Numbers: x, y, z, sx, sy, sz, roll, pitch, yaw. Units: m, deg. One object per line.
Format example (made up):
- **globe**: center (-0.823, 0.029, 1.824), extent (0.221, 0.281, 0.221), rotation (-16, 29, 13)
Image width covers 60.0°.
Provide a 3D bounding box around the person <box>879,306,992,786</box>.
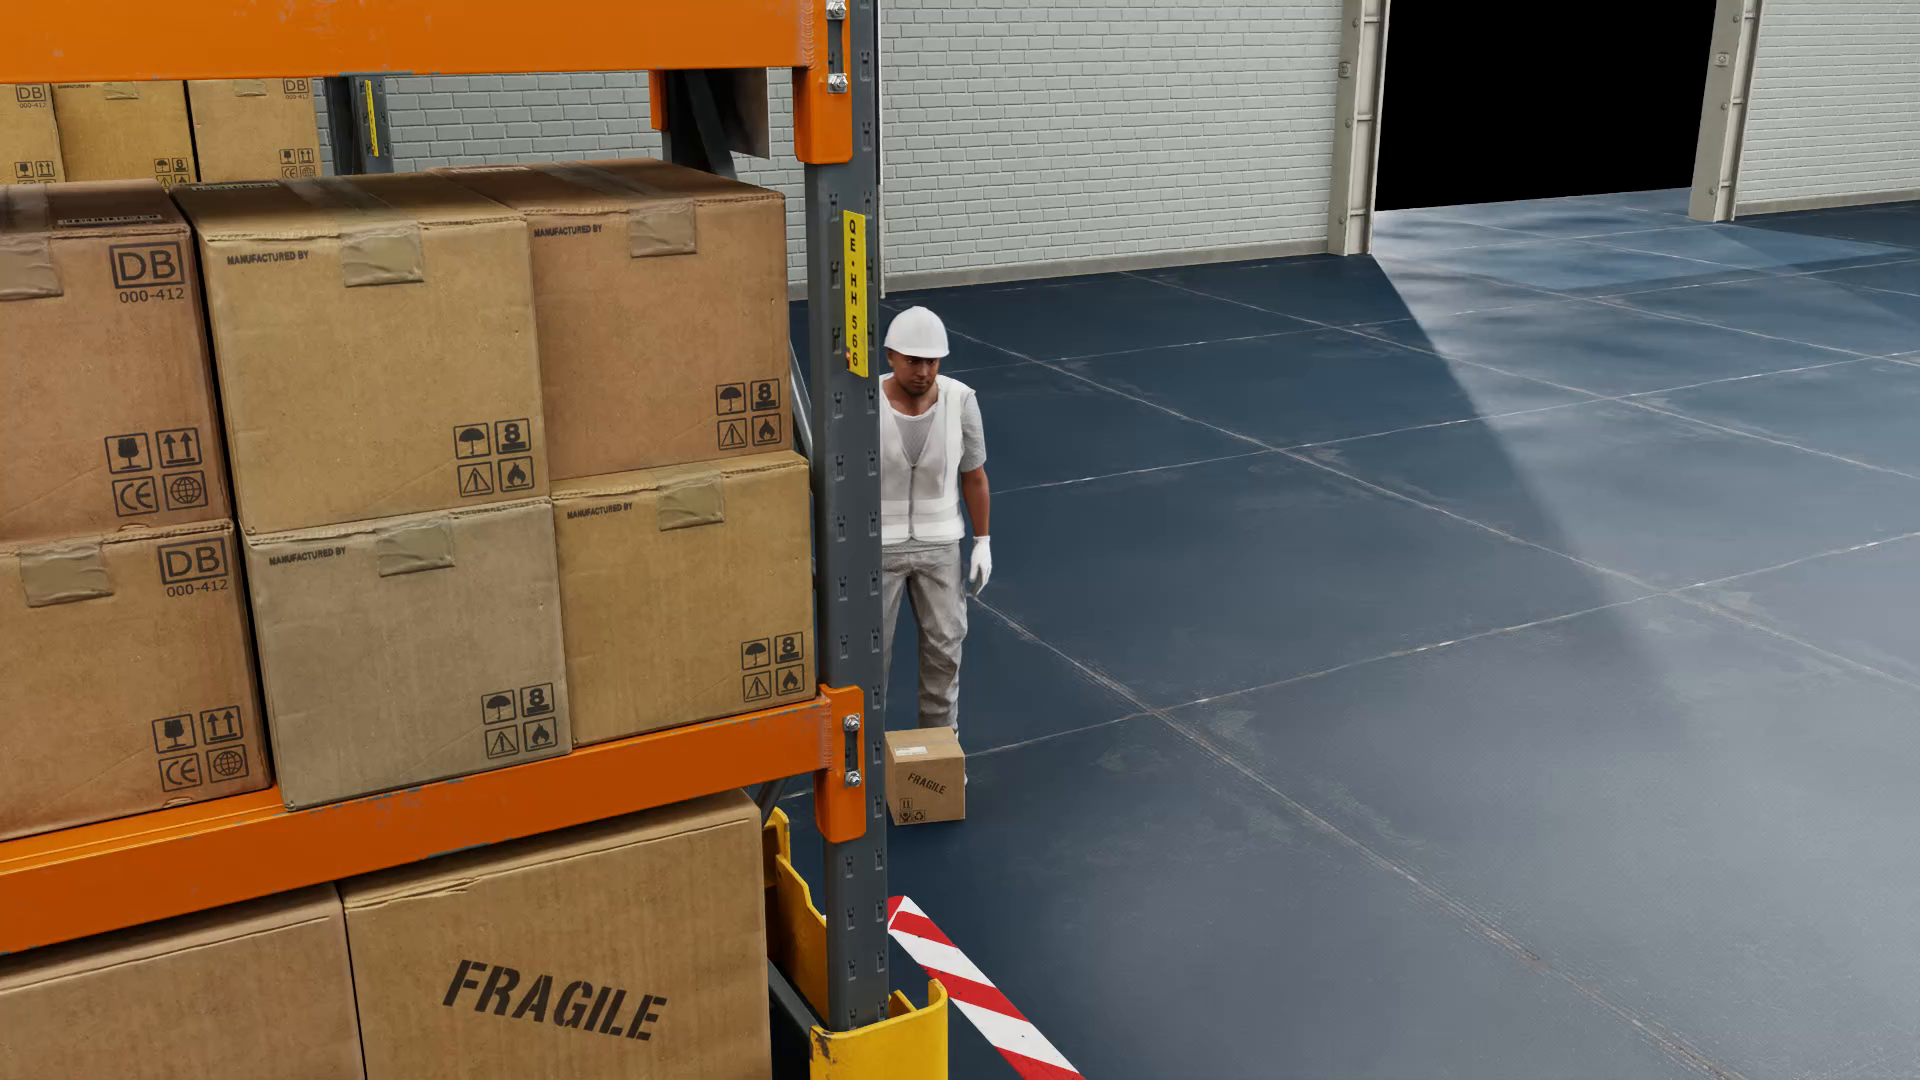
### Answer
- **person**: center (-0.189, 0.045, 5.905), extent (0.620, 1.773, 0.448), rotation (-4, 19, -12)
